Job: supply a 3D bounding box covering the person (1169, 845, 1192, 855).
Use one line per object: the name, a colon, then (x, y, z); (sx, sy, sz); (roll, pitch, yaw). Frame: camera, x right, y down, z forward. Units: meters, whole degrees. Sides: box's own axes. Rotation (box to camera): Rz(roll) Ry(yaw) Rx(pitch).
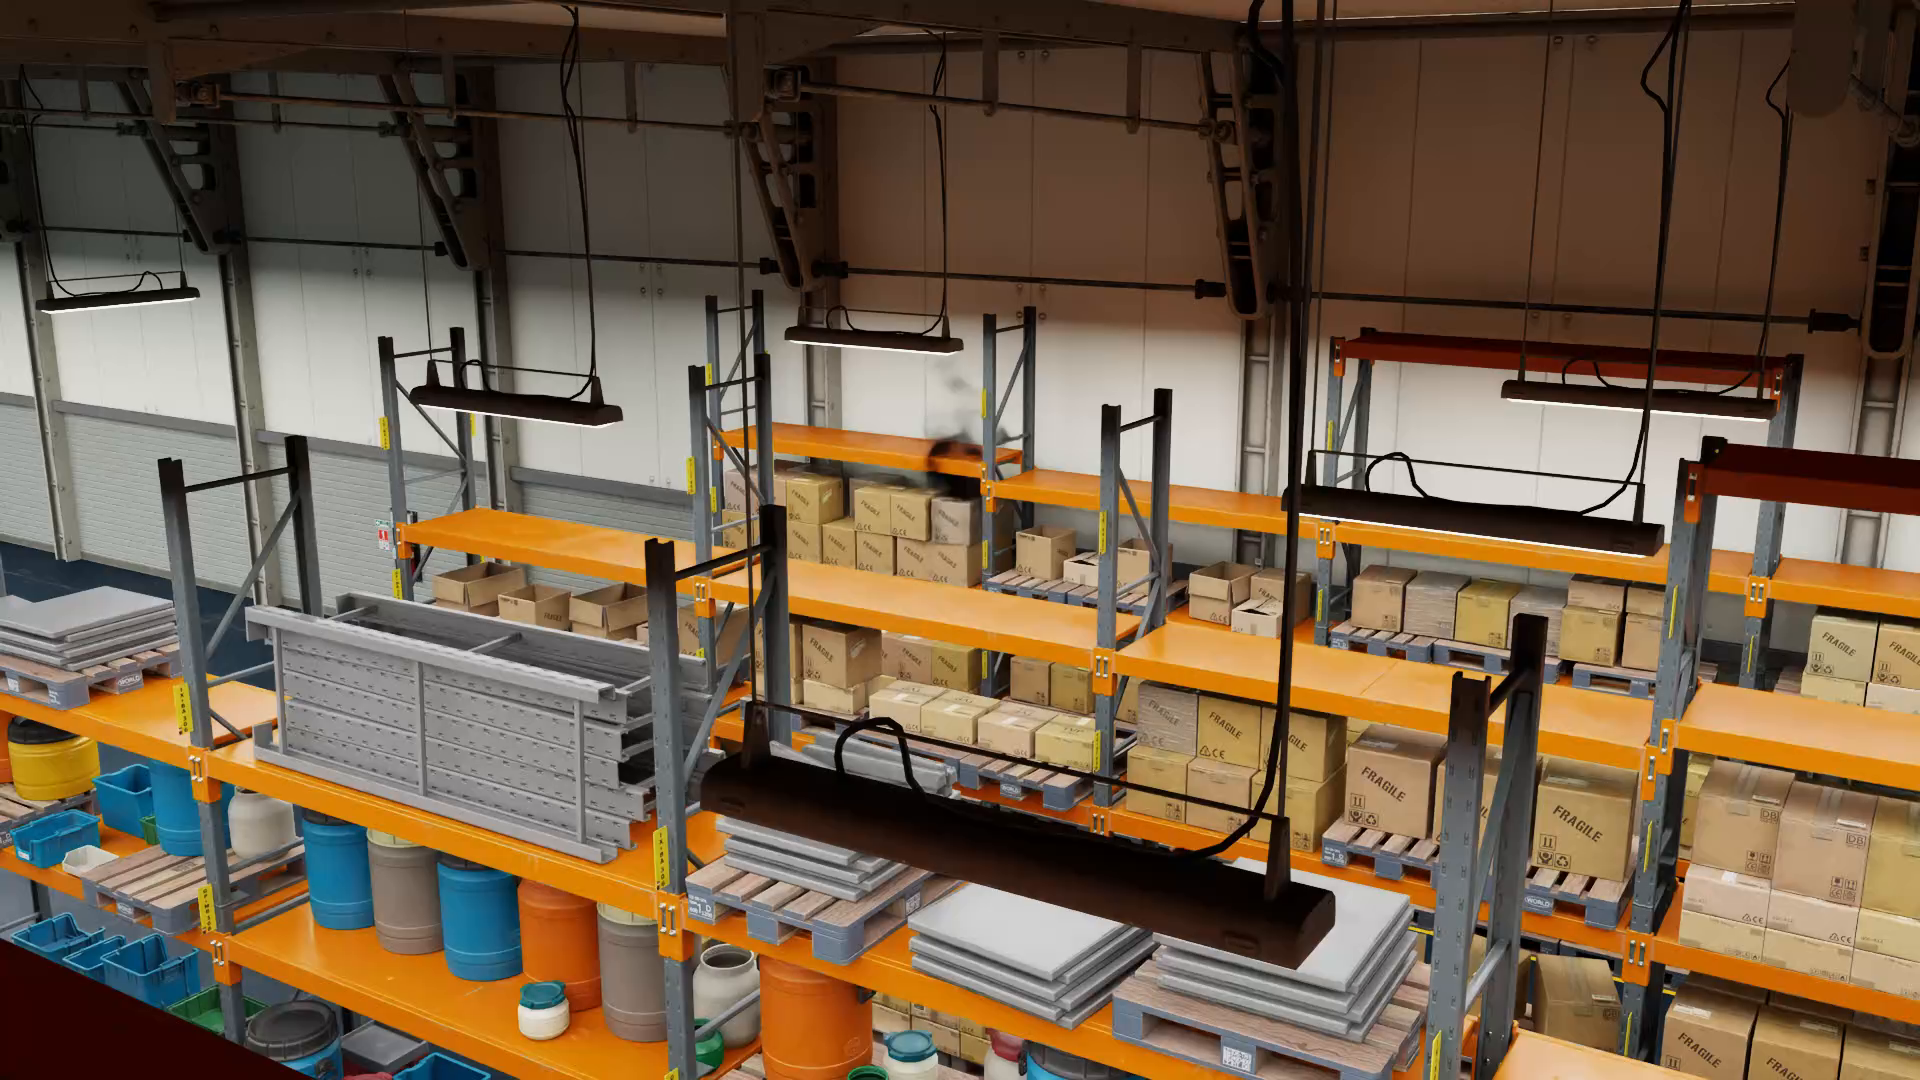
person: (2.013, 3.504, 15.608); (0.628, 1.635, 0.546); (7, 16, 27)
